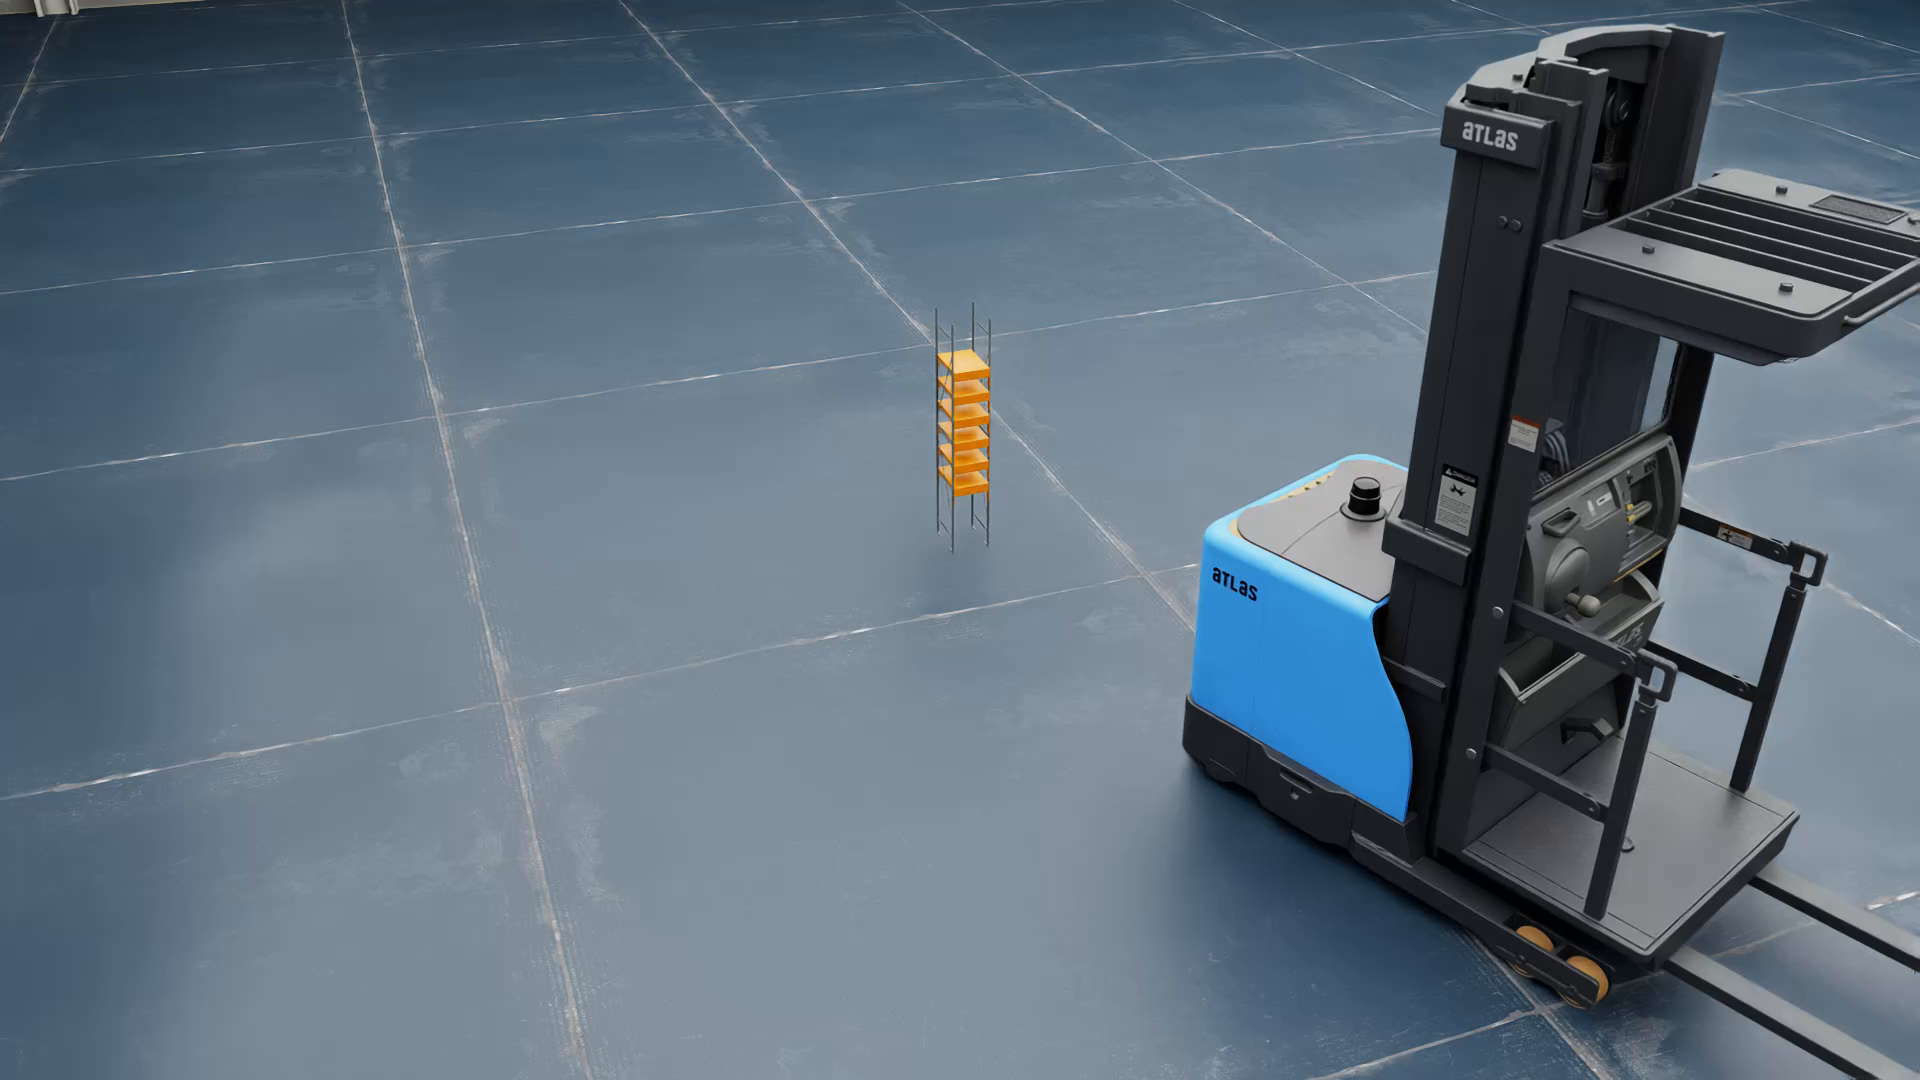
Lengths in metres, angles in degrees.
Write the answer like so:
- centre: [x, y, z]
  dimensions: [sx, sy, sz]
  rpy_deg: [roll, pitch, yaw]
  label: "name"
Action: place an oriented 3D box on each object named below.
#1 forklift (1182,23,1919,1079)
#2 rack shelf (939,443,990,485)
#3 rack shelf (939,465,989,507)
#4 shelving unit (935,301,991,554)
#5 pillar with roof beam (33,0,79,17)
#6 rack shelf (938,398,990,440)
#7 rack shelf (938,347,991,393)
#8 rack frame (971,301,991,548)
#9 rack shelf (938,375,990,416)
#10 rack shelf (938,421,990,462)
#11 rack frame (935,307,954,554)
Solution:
- centre: [2.246, -0.006, 5.300]
  dimensions: [1.130, 2.935, 3.031]
  rpy_deg: [-24, 37, -35]
  label: "forklift"
- centre: [0.014, -0.381, 8.039]
  dimensions: [0.180, 0.103, 0.258]
  rpy_deg: [-10, 31, -18]
  label: "rack shelf"
- centre: [0.014, -0.277, 8.098]
  dimensions: [0.180, 0.103, 0.258]
  rpy_deg: [-10, 31, -18]
  label: "rack shelf"
- centre: [0.014, -0.524, 7.957]
  dimensions: [0.189, 1.200, 0.258]
  rpy_deg: [-10, 31, -18]
  label: "shelving unit"
- centre: [-8.586, -7.815, 12.876]
  dimensions: [0.400, 9.000, 9.100]
  rpy_deg: [-10, 31, -18]
  label: "pillar with roof beam"
- centre: [0.014, -0.589, 7.920]
  dimensions: [0.180, 0.103, 0.258]
  rpy_deg: [-10, 31, -18]
  label: "rack shelf"
- centre: [0.014, -0.798, 7.801]
  dimensions: [0.180, 0.103, 0.258]
  rpy_deg: [-10, 31, -18]
  label: "rack shelf"
- centre: [0.099, -0.540, 7.985]
  dimensions: [0.006, 1.200, 0.240]
  rpy_deg: [-10, 31, -18]
  label: "rack frame"
- centre: [0.014, -0.694, 7.861]
  dimensions: [0.180, 0.103, 0.258]
  rpy_deg: [-10, 31, -18]
  label: "rack shelf"
- centre: [0.014, -0.485, 7.979]
  dimensions: [0.180, 0.103, 0.258]
  rpy_deg: [-10, 31, -18]
  label: "rack shelf"
- centre: [-0.072, -0.508, 7.930]
  dimensions: [0.006, 1.200, 0.240]
  rpy_deg: [-10, 31, -18]
  label: "rack frame"
